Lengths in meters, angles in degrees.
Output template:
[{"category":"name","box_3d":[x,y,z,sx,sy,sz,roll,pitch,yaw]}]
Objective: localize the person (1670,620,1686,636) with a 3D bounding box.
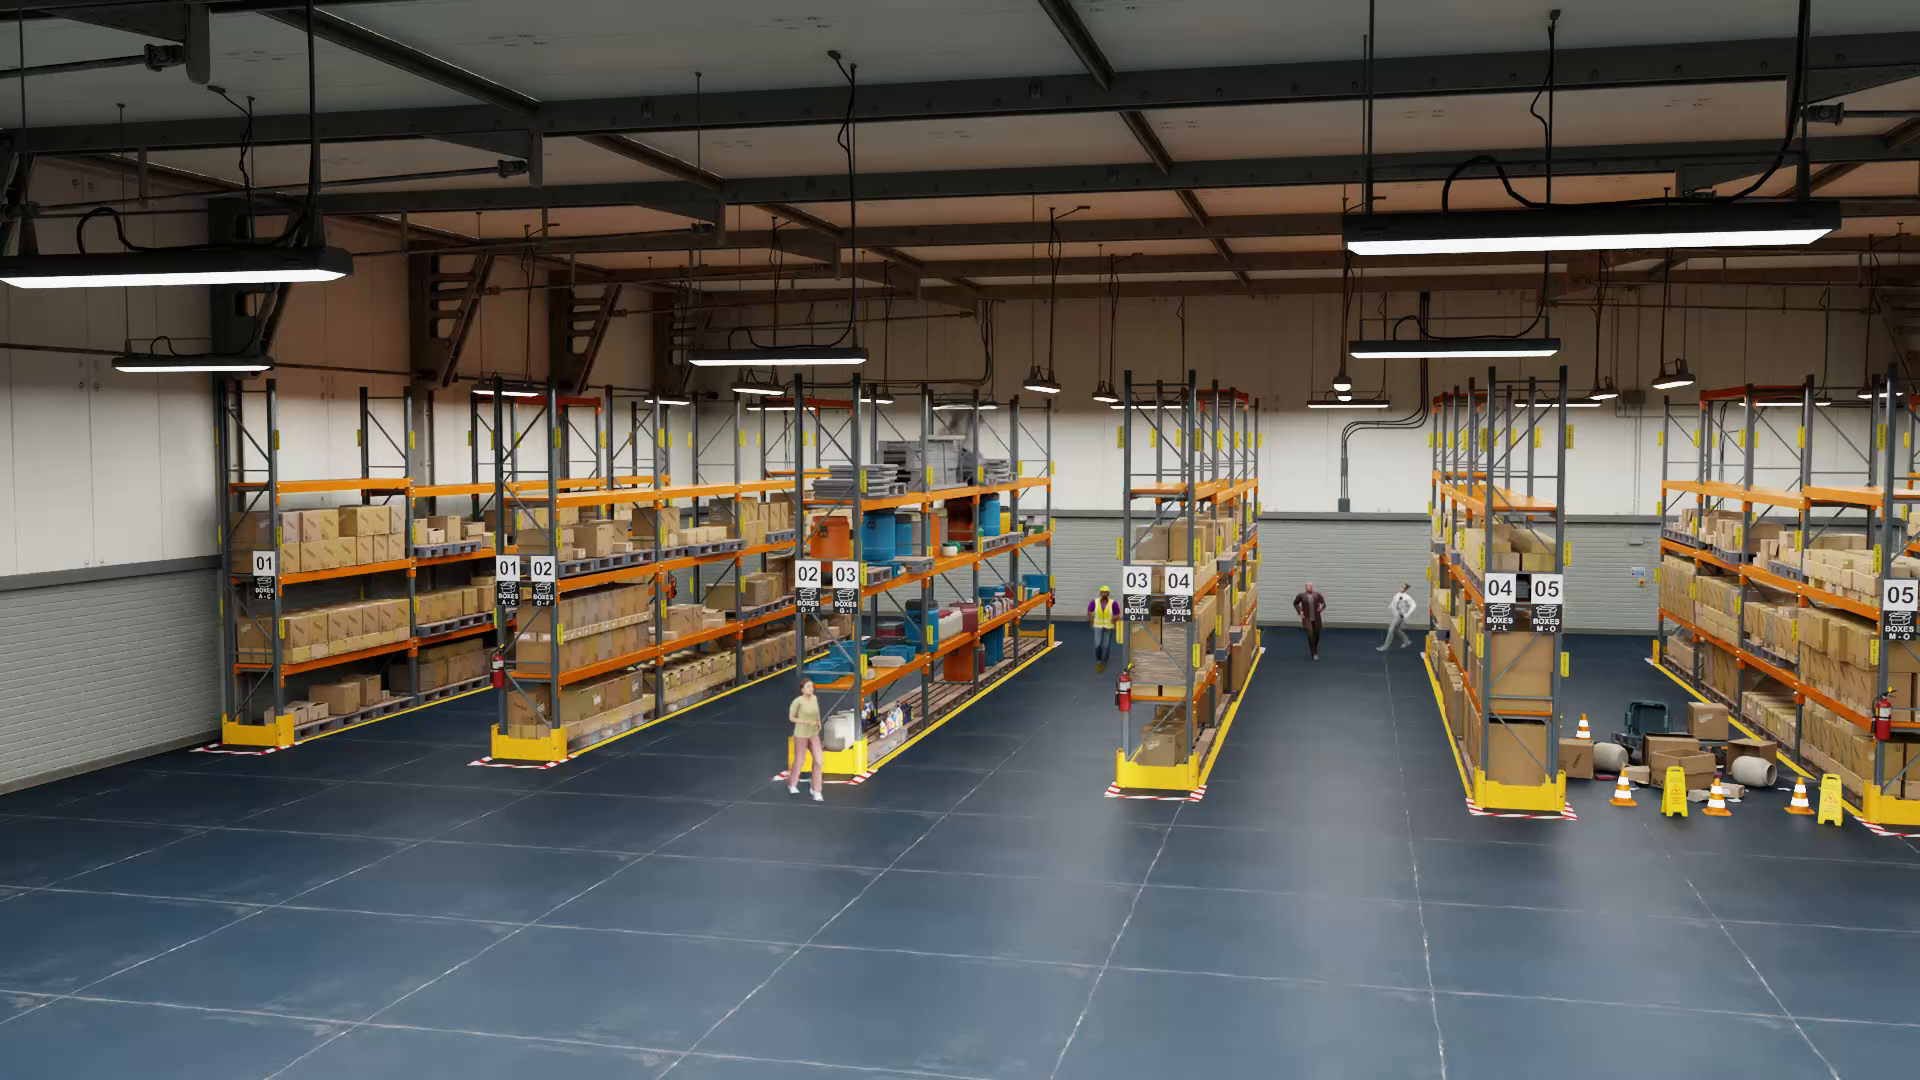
[{"category":"person","box_3d":[16.676,1.903,38.354,0.554,1.601,0.700,2,4,28]}]

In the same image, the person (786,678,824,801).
[{"category":"person","box_3d":[-2.161,2.783,23.250,0.589,1.736,0.732,-3,4,-37]}]

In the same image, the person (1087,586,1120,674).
[{"category":"person","box_3d":[2.912,1.831,33.819,0.674,1.813,0.664,0,3,6]}]

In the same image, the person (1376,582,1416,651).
[{"category":"person","box_3d":[10.322,1.797,39.240,0.911,1.644,0.654,-1,3,-10]}]

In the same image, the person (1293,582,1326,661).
[{"category":"person","box_3d":[8.014,1.838,38.075,0.719,1.787,0.956,0,3,0]}]
